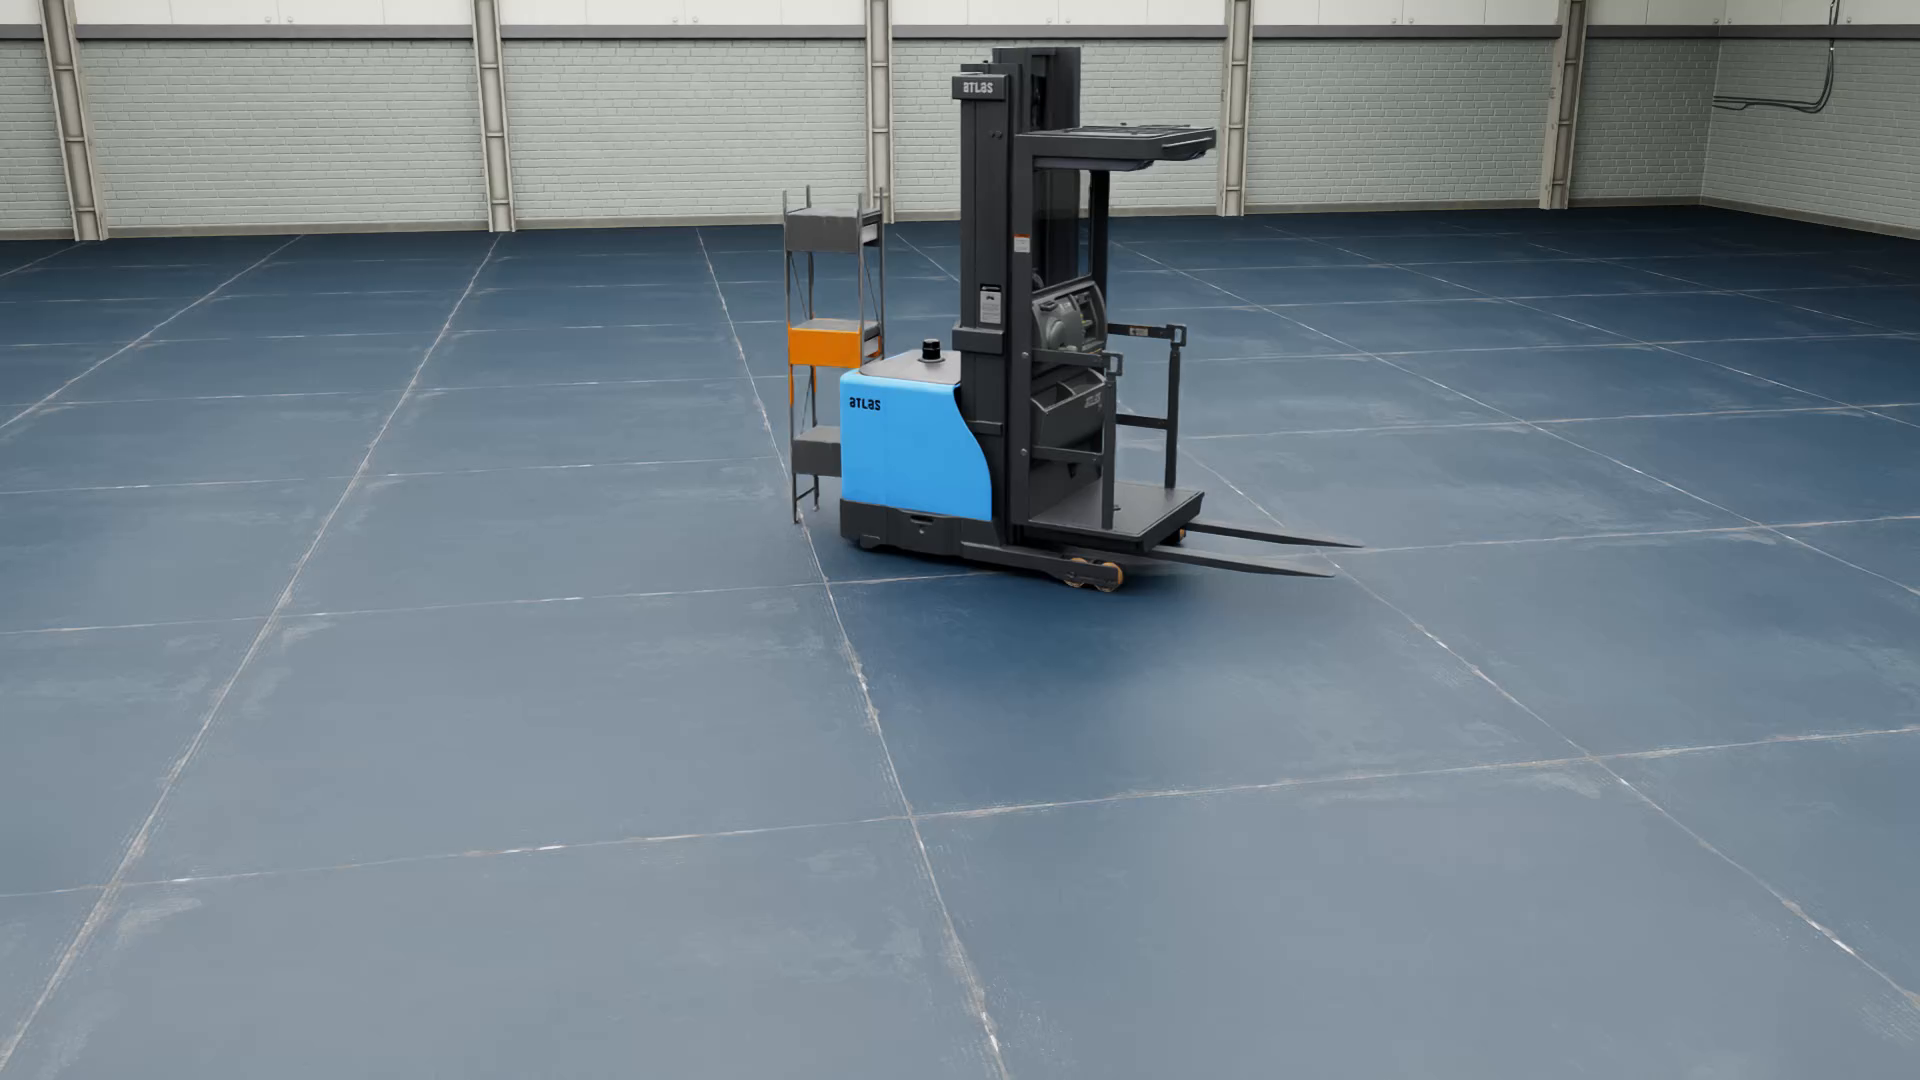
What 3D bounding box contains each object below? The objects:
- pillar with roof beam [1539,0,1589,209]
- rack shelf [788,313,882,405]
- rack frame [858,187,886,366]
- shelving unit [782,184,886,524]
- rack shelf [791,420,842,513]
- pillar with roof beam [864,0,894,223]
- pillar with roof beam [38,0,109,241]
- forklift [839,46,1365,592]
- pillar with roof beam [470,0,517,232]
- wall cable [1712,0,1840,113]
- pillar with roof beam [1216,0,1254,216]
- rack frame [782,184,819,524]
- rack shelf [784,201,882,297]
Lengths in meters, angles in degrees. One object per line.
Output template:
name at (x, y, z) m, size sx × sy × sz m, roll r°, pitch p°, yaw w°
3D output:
pillar with roof beam at (11.302, -8.928, 24.053) m, size 0.400 × 9.000 × 9.100 m, roll -3°, pitch 17°, yaw -10°
rack shelf at (-0.772, -1.128, 10.454) m, size 0.480 × 0.518 × 0.431 m, roll 5°, pitch 18°, yaw 17°
rack frame at (-0.540, -1.119, 10.378) m, size 0.015 × 2.100 × 0.400 m, roll 5°, pitch 18°, yaw 17°
shelving unit at (-0.772, -1.141, 10.450) m, size 0.503 × 2.100 × 0.431 m, roll 5°, pitch 18°, yaw 17°
rack shelf at (-0.772, -0.459, 10.659) m, size 0.480 × 0.518 × 0.431 m, roll 5°, pitch 18°, yaw 17°
pillar with roof beam at (-0.480, -8.260, 21.877) m, size 0.400 × 9.000 × 9.100 m, roll -3°, pitch 17°, yaw -10°
pillar with roof beam at (-12.262, -7.591, 19.701) m, size 0.400 × 9.000 × 9.100 m, roll -3°, pitch 17°, yaw -10°
forklift at (0.815, -1.285, 9.504) m, size 3.031 × 2.935 × 1.130 m, roll 9°, pitch 19°, yaw 26°
pillar with roof beam at (-6.371, -7.926, 20.789) m, size 0.400 × 9.000 × 9.100 m, roll -3°, pitch 17°, yaw -10°
wall cable at (13.629, -8.468, 27.843) m, size 0.112 × 2.526 × 3.097 m, roll -3°, pitch 17°, yaw -10°
pillar with roof beam at (5.411, -8.594, 22.965) m, size 0.400 × 9.000 × 9.100 m, roll -3°, pitch 17°, yaw -10°
rack frame at (-1.005, -1.163, 10.521) m, size 0.015 × 2.100 × 0.400 m, roll 5°, pitch 18°, yaw 17°
rack shelf at (-0.772, -1.797, 10.248) m, size 0.480 × 0.518 × 0.431 m, roll 5°, pitch 18°, yaw 17°
